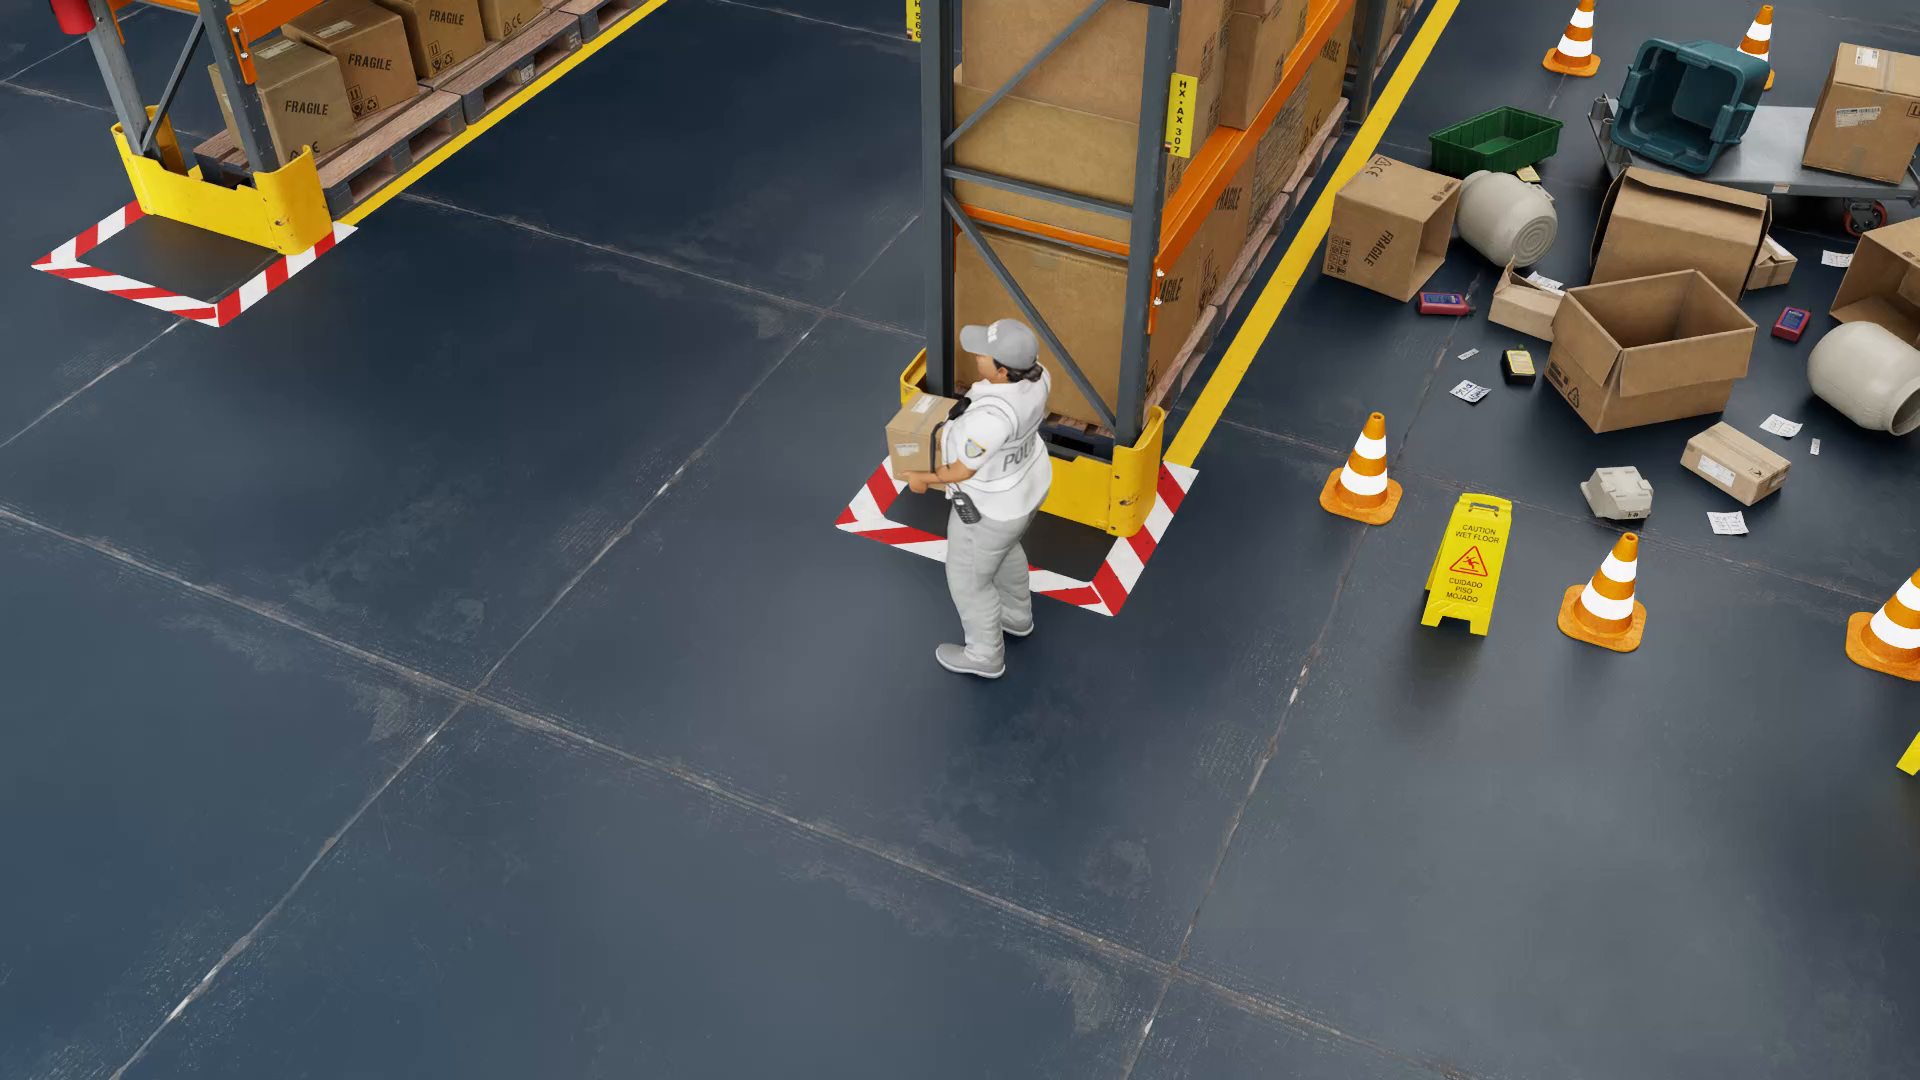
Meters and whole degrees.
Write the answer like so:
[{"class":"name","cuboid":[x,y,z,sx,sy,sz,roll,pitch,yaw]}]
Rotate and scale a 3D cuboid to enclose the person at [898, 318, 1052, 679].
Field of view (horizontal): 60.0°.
[{"class":"person","cuboid":[0.056,-0.191,6.376,0.522,1.653,0.453,19,45,19]}]
